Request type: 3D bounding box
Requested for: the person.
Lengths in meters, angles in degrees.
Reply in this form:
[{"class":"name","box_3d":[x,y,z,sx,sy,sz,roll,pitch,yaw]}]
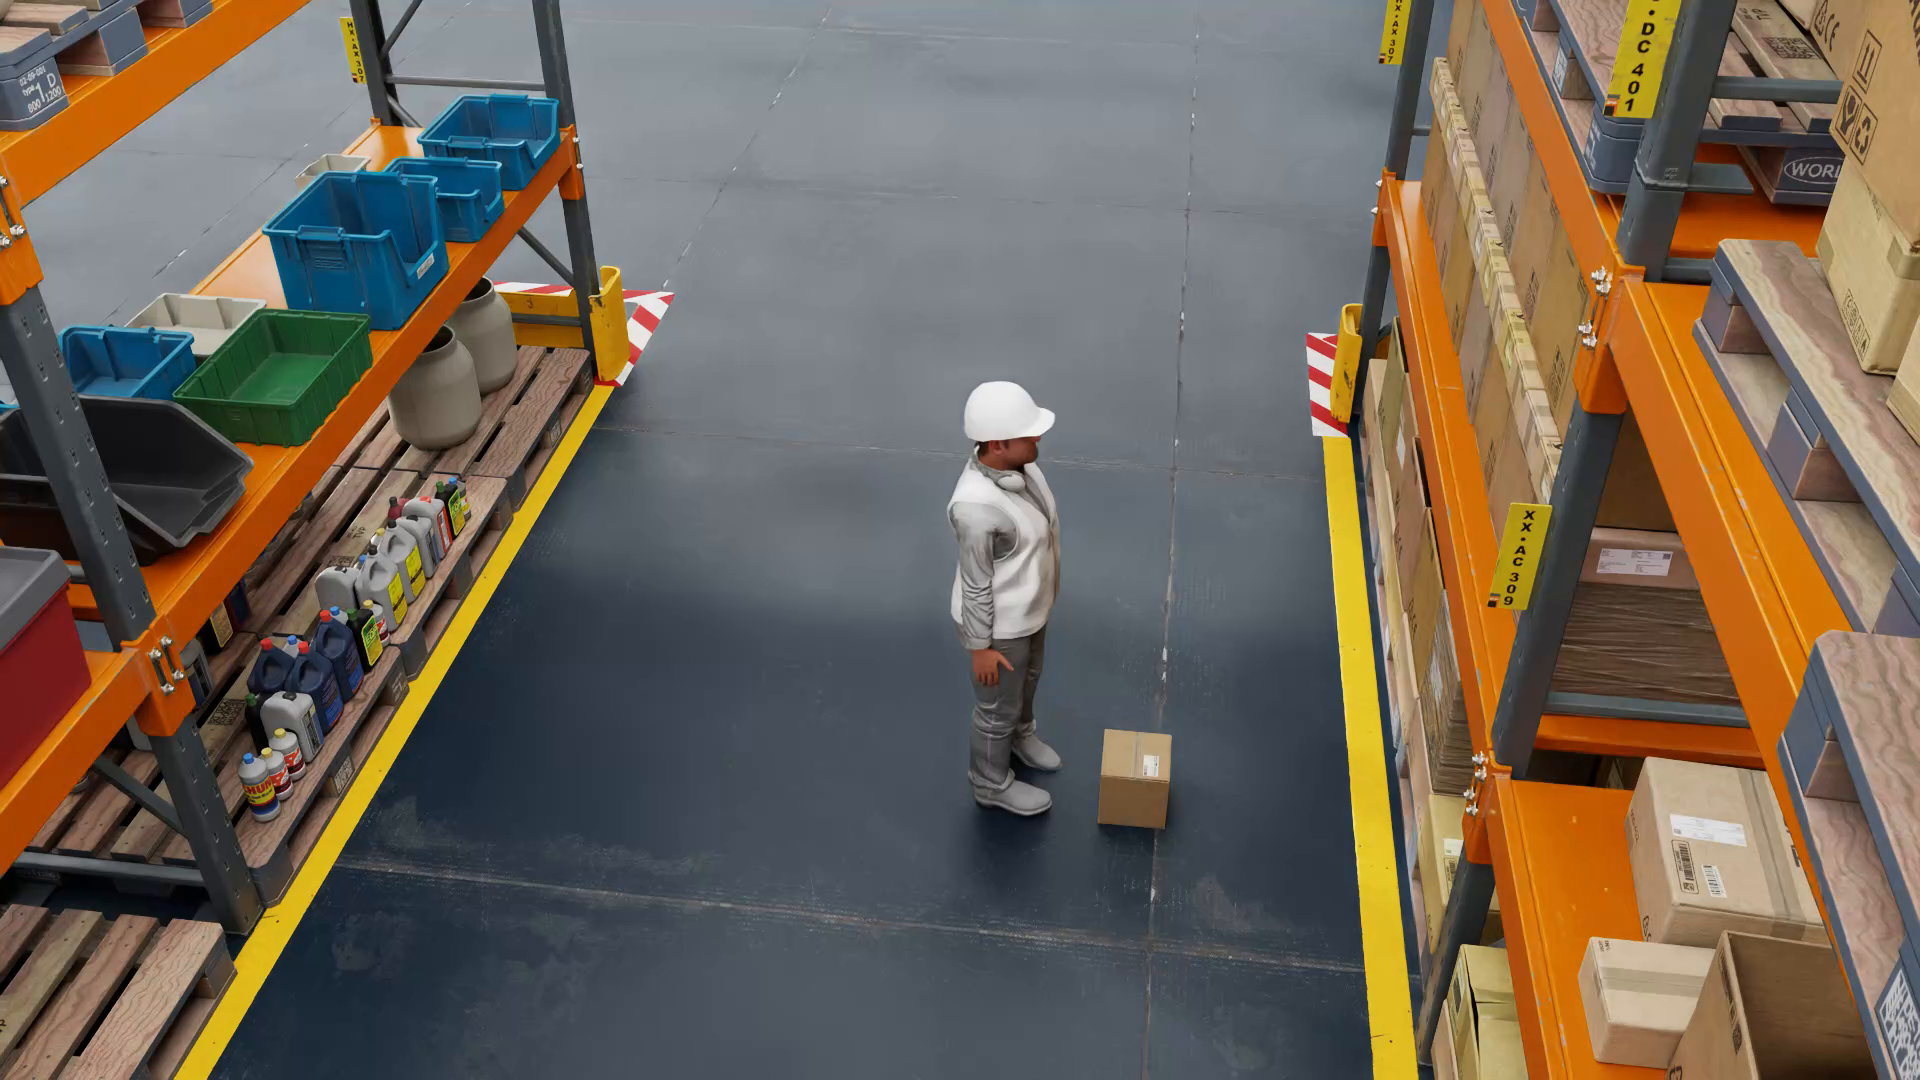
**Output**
[{"class":"person","box_3d":[0.176,0.231,5.807,0.385,1.796,0.596,9,37,12]}]
